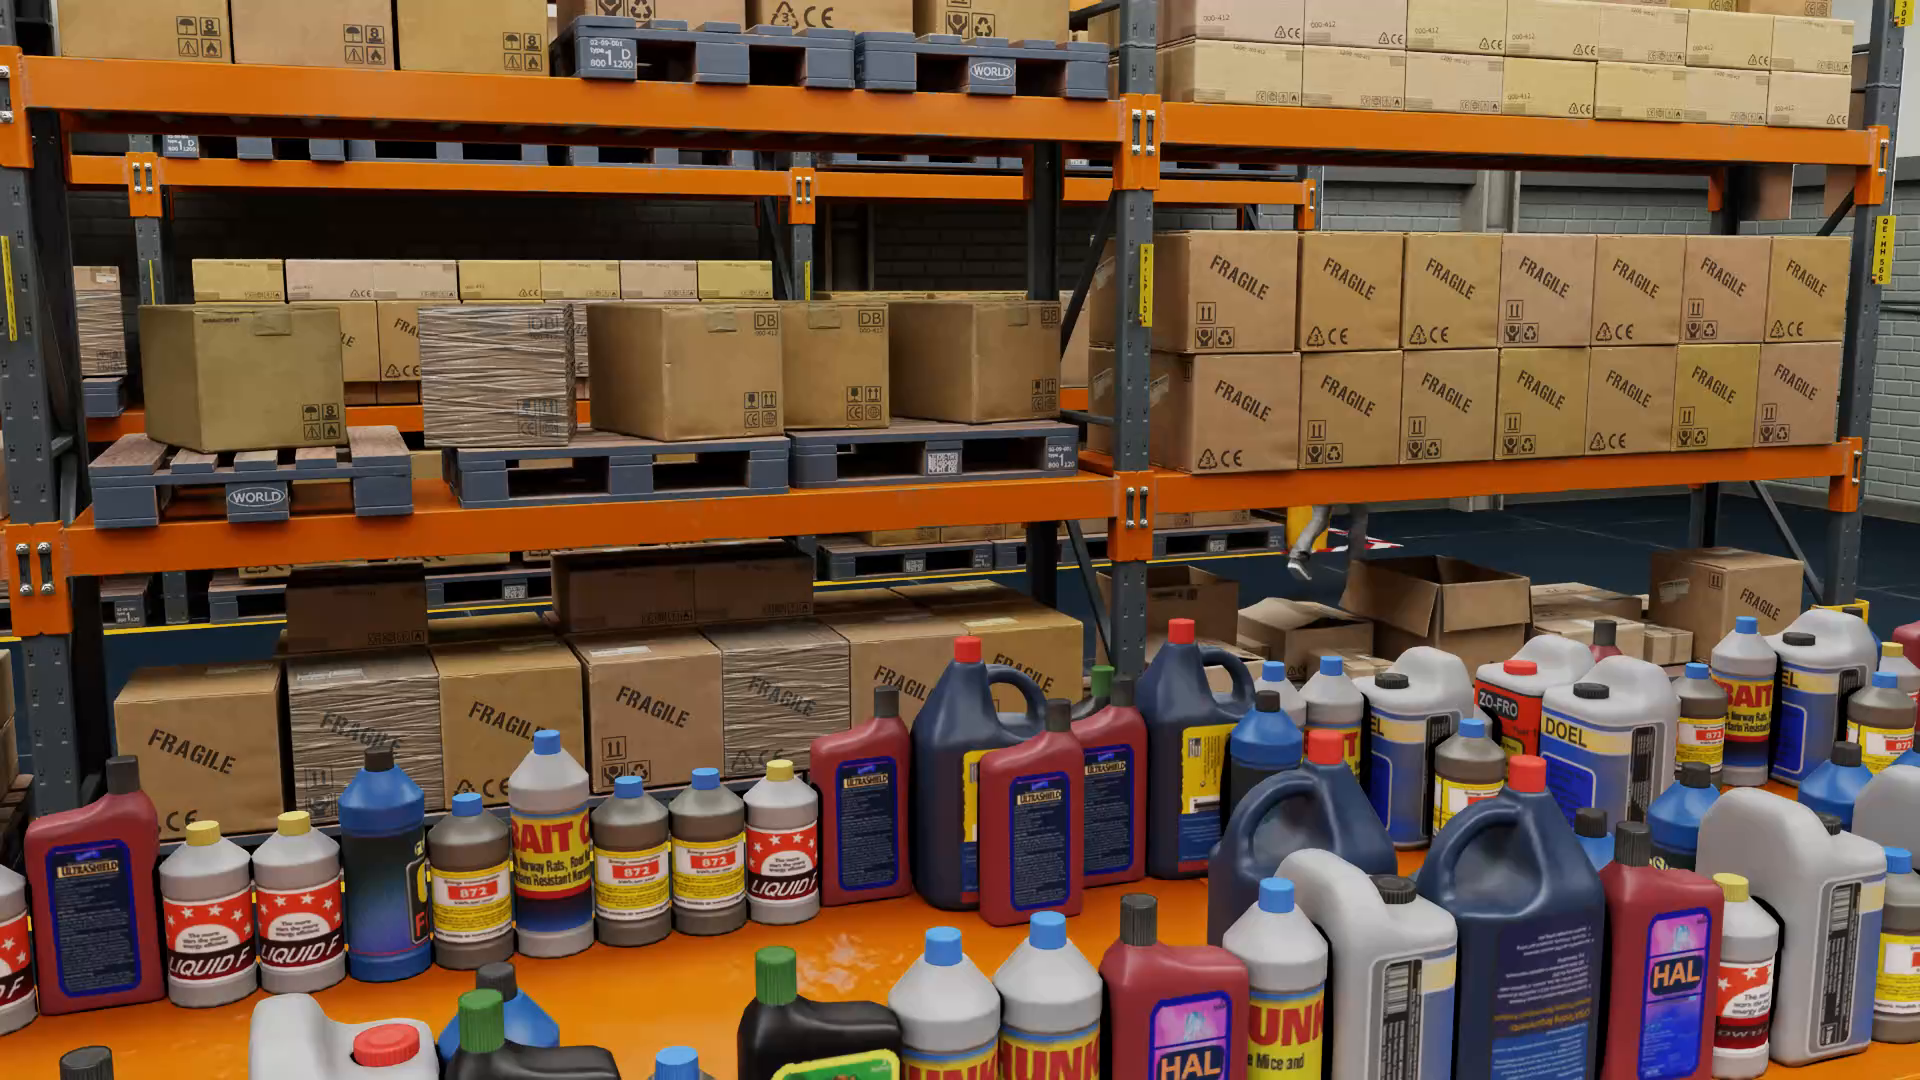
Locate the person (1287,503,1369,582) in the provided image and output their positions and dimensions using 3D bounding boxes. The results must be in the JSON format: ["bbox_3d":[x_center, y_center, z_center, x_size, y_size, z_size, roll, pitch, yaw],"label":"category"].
[{"bbox_3d":[2.527,-0.455,11.186,0.406,1.549,0.877,8,12,40],"label":"person"}]
